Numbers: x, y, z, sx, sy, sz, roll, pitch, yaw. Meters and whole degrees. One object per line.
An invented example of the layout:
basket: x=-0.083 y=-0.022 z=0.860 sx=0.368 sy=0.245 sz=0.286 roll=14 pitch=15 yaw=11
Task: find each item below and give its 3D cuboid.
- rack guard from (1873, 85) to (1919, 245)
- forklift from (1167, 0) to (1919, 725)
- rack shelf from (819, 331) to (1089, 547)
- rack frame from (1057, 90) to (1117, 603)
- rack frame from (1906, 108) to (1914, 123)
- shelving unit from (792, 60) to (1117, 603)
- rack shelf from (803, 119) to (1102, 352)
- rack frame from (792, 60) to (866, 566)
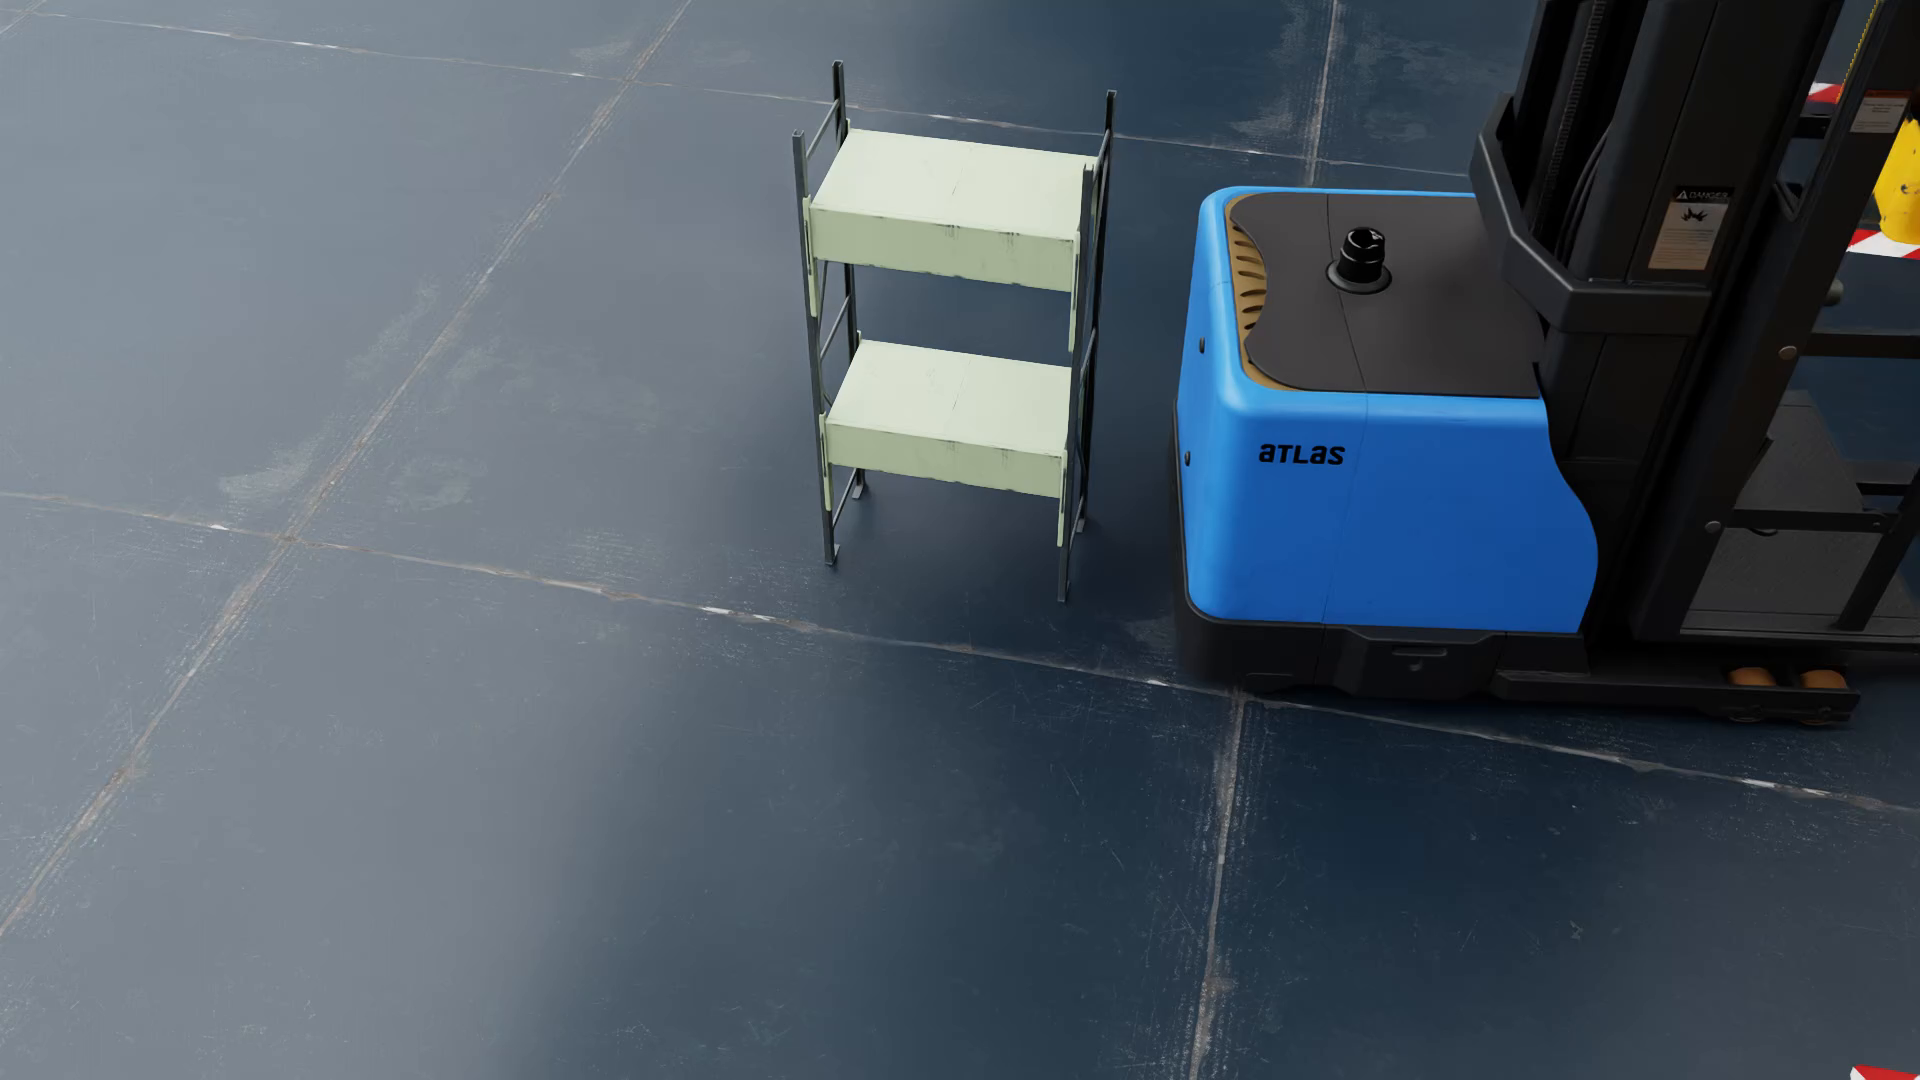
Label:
rack guard: x=3.888 y=-1.710 z=6.666 sx=0.348 sy=0.500 sz=1.175 roll=9 pitch=45 yaw=9
forklift: x=2.163 y=-0.914 z=4.086 sx=3.031 sy=2.935 sz=1.130 roll=2 pitch=44 yaw=2
rack shelf: x=-0.007 y=-0.306 z=4.957 sx=0.720 sy=0.370 sz=0.431 roll=9 pitch=45 yaw=9
rack frame: x=0.351 y=-0.486 z=4.673 sx=0.023 sy=1.500 sz=0.400 roll=9 pitch=45 yaw=9
rack frame: x=3.814 y=-2.622 z=5.812 sx=0.127 sy=3.000 sz=1.000 roll=9 pitch=45 yaw=9
shelving unit: x=-0.007 y=-0.541 z=4.731 sx=0.755 sy=1.500 sz=0.431 roll=9 pitch=45 yaw=9
rack shelf: x=-0.007 y=-0.823 z=4.460 sx=0.720 sy=0.370 sz=0.431 roll=9 pitch=45 yaw=9
rack frame: x=-0.364 y=-0.597 z=4.789 sx=0.023 sy=1.500 sz=0.400 roll=9 pitch=45 yaw=9
